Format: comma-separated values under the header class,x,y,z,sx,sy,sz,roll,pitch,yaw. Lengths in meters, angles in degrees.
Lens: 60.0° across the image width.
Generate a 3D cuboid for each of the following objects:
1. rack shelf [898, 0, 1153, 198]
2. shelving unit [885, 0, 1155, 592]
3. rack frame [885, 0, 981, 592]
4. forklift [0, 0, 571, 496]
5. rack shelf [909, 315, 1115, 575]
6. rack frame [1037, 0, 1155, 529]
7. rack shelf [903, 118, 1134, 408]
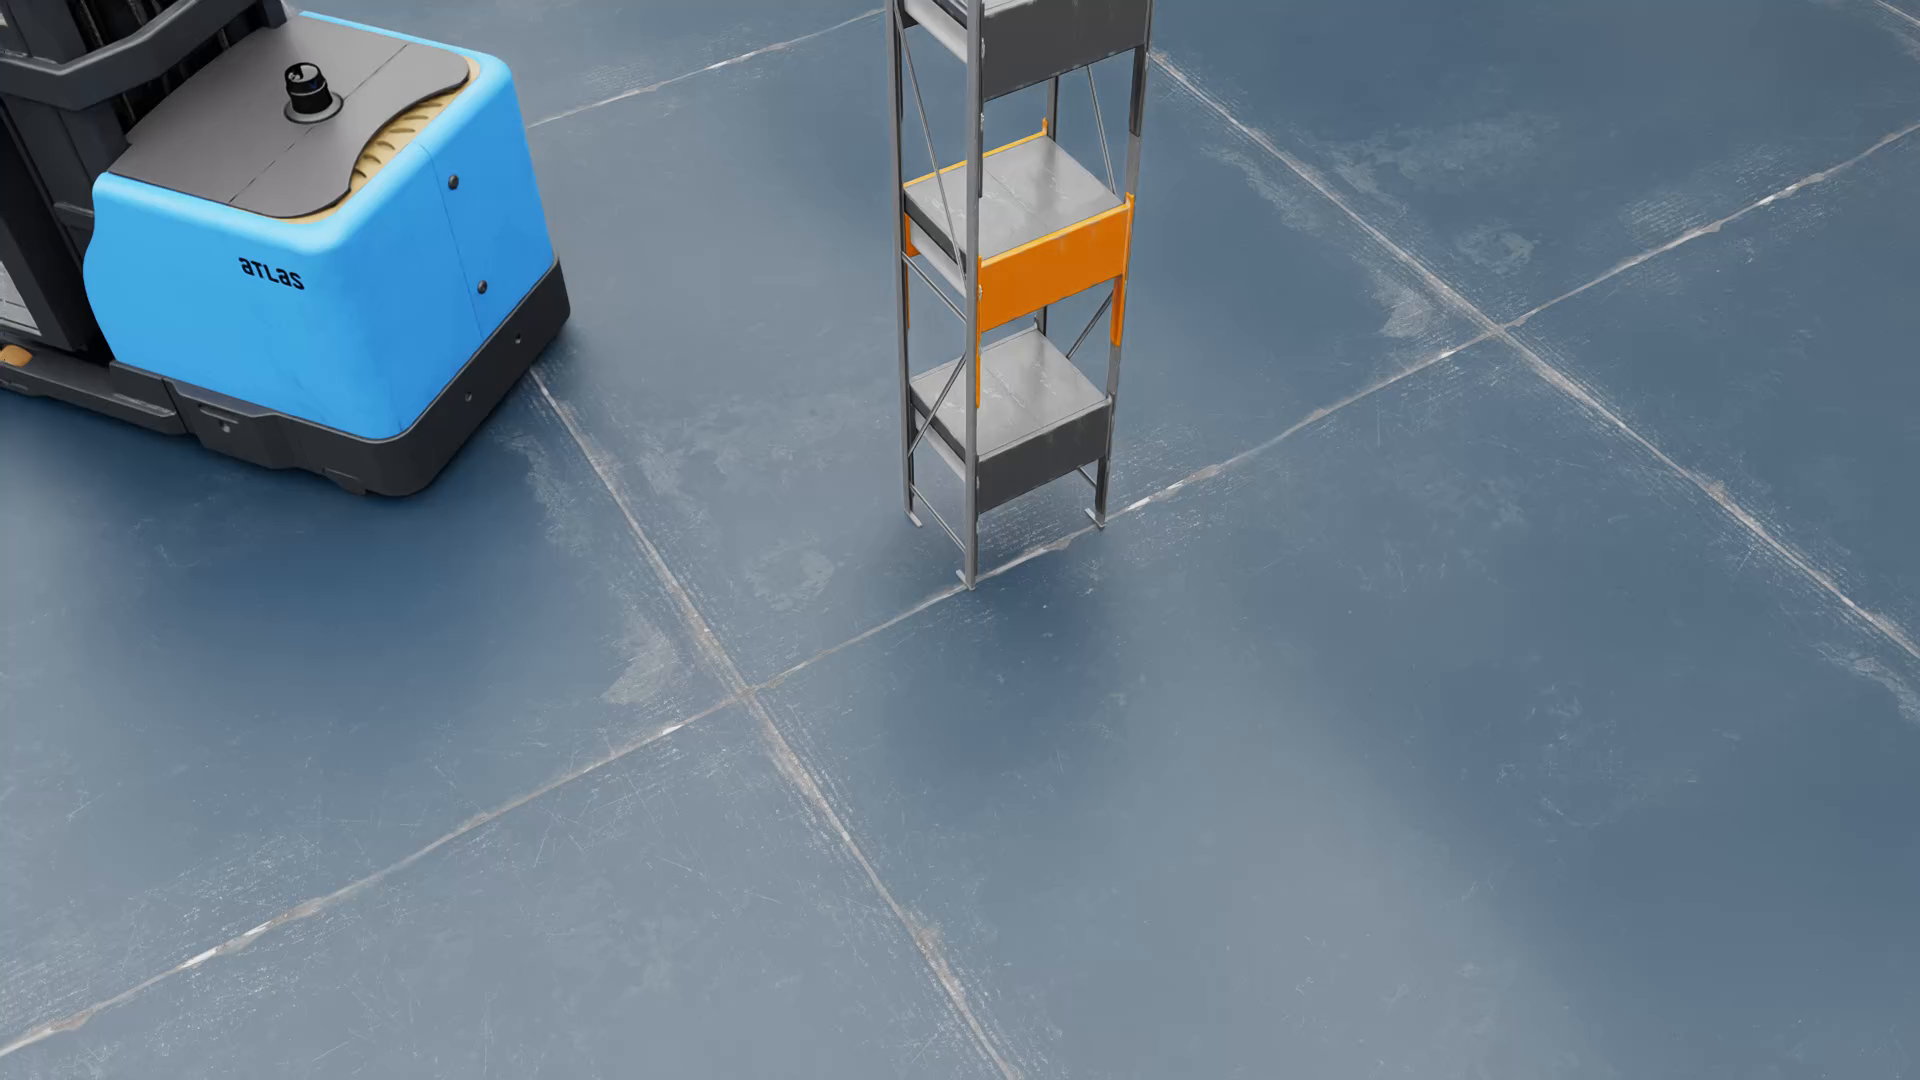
class,x,y,z,sx,sy,sz,roll,pitch,yaw
rack shelf,0.140,-1.221,4.012,0.480,0.518,0.431,-25,53,-21
shelving unit,0.140,-0.764,4.525,0.503,2.100,0.431,-25,53,-21
rack frame,-0.066,-0.667,4.438,0.015,2.100,0.400,-25,53,-21
forklift,-2.943,-1.824,4.912,3.031,2.935,1.130,17,50,14
rack shelf,0.140,-0.290,5.058,0.480,0.518,0.431,-25,53,-21
rack frame,0.346,-0.861,4.611,0.015,2.100,0.400,-25,53,-21
rack shelf,0.140,-0.755,4.535,0.480,0.518,0.431,-25,53,-21
